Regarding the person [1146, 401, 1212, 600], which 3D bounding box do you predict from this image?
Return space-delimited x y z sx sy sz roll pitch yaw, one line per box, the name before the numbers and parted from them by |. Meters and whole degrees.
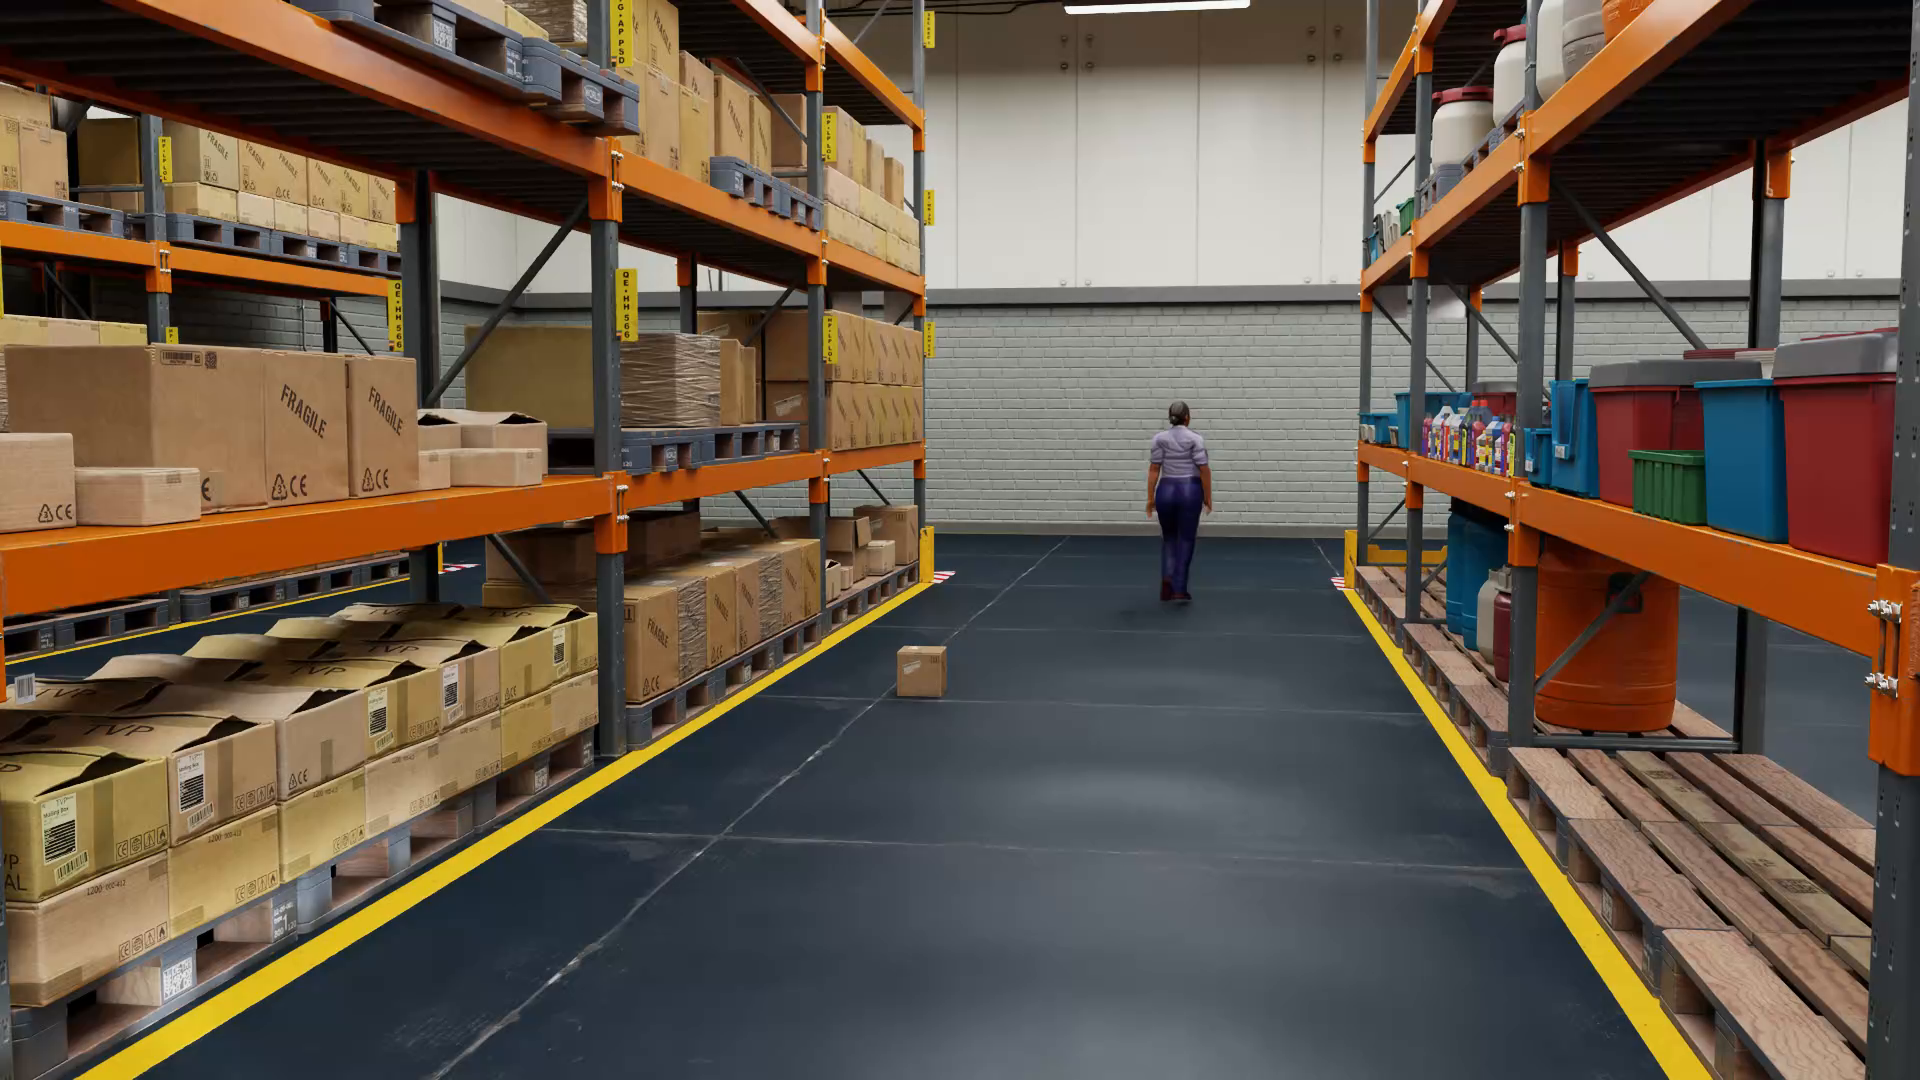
person | 1.841 -0.304 13.814 0.520 1.696 0.480 2 5 27
